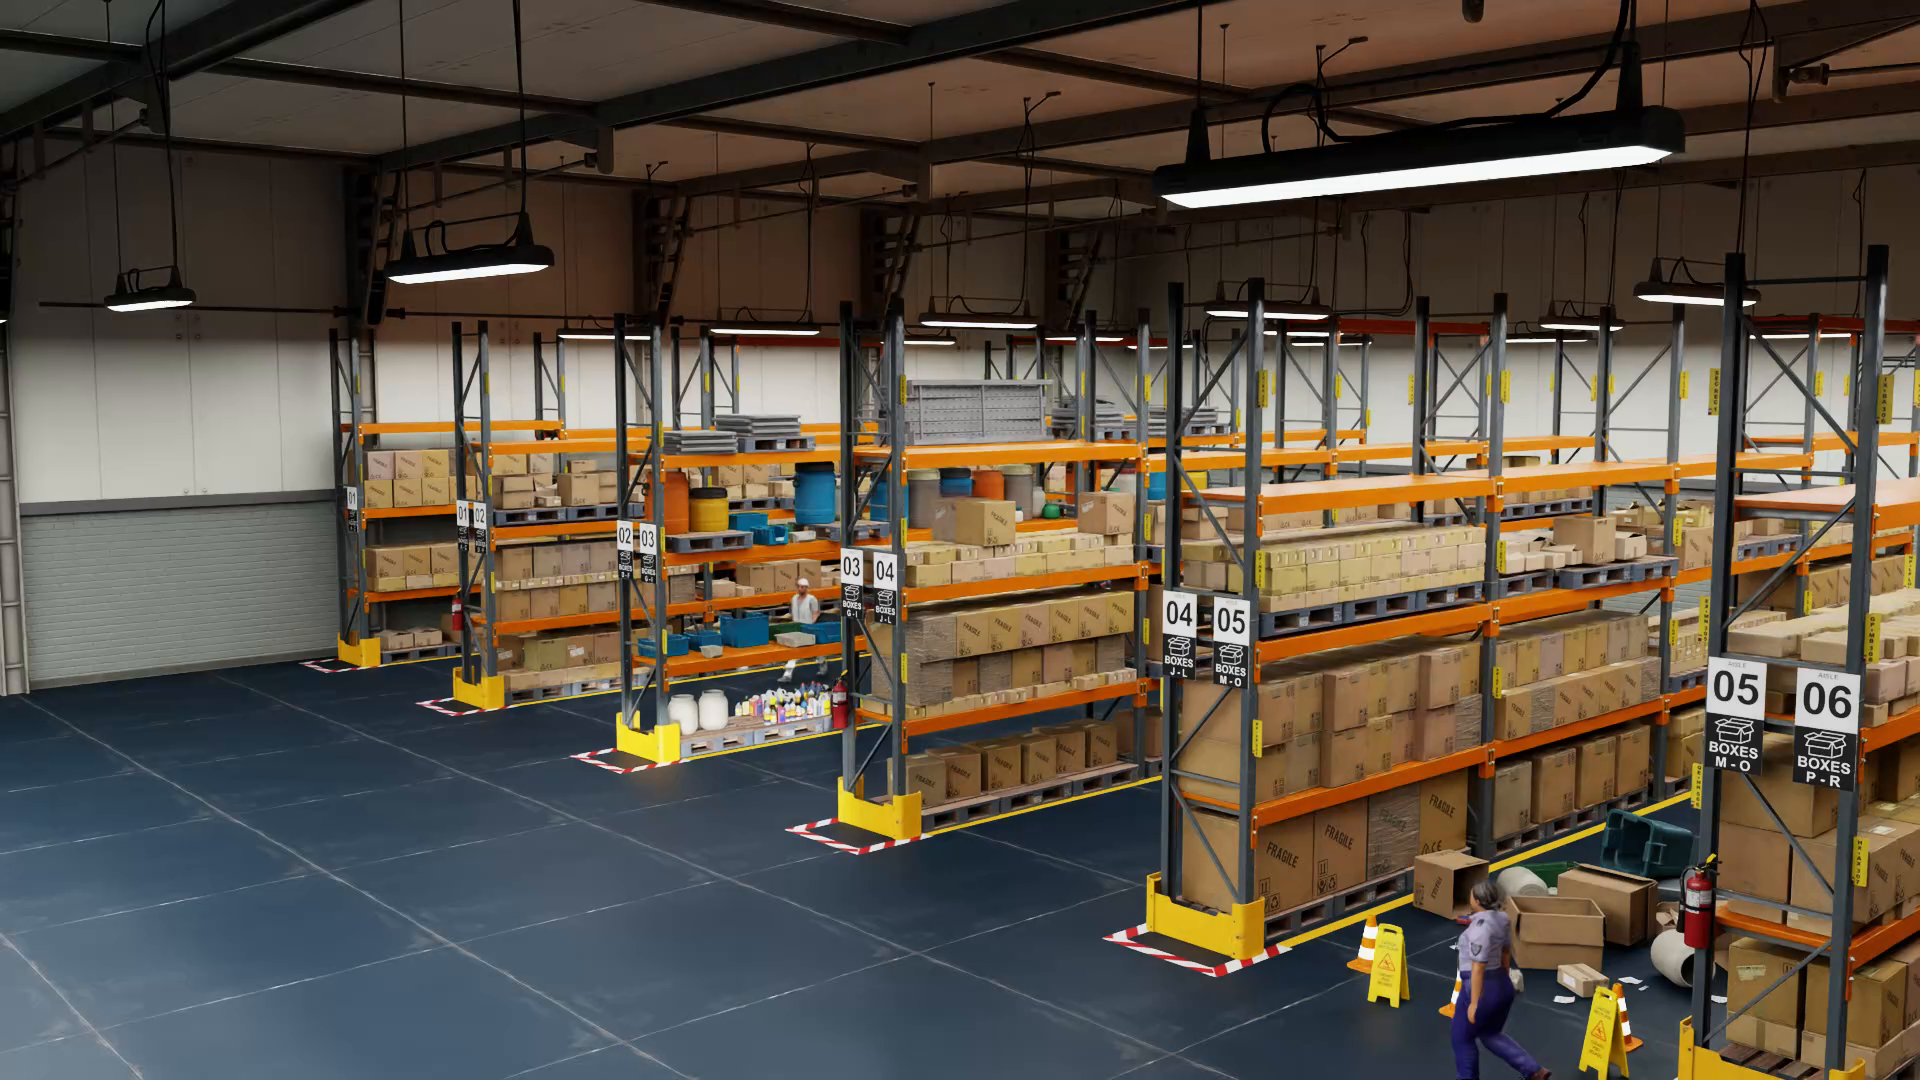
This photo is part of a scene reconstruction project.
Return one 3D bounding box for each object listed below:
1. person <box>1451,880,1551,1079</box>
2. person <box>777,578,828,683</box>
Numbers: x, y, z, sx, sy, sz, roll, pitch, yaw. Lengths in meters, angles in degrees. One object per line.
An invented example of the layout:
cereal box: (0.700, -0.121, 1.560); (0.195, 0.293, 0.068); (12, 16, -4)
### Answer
person: (3.770, 3.194, 11.706); (0.730, 1.616, 0.494); (5, 8, 42)
person: (-2.628, 1.515, 28.020); (0.655, 1.741, 1.093); (4, 7, 34)
